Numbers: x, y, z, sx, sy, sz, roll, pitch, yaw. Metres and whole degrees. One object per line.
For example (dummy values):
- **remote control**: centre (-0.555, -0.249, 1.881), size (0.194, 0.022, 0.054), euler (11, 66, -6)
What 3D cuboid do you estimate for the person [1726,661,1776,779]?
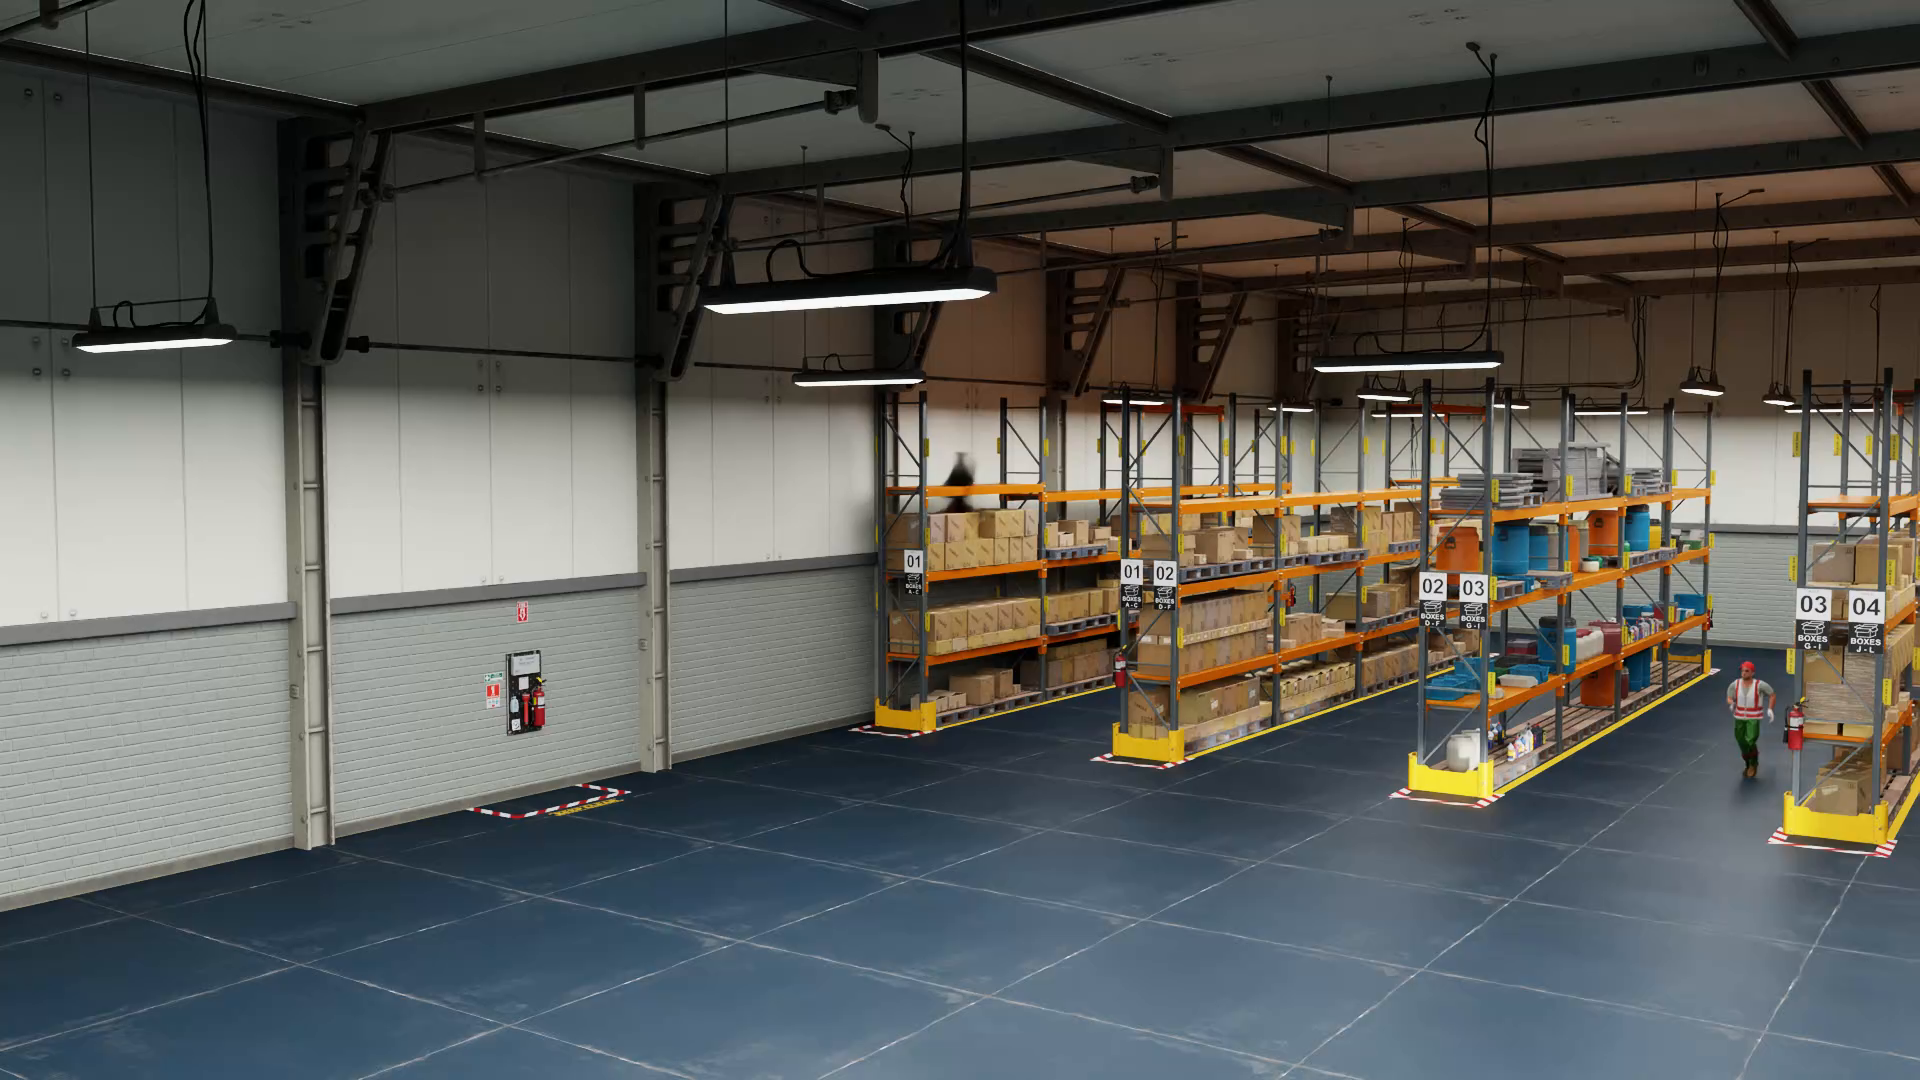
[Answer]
- **person**: centre (11.902, 2.716, 25.102), size (0.654, 1.766, 0.769), euler (3, 4, 42)
